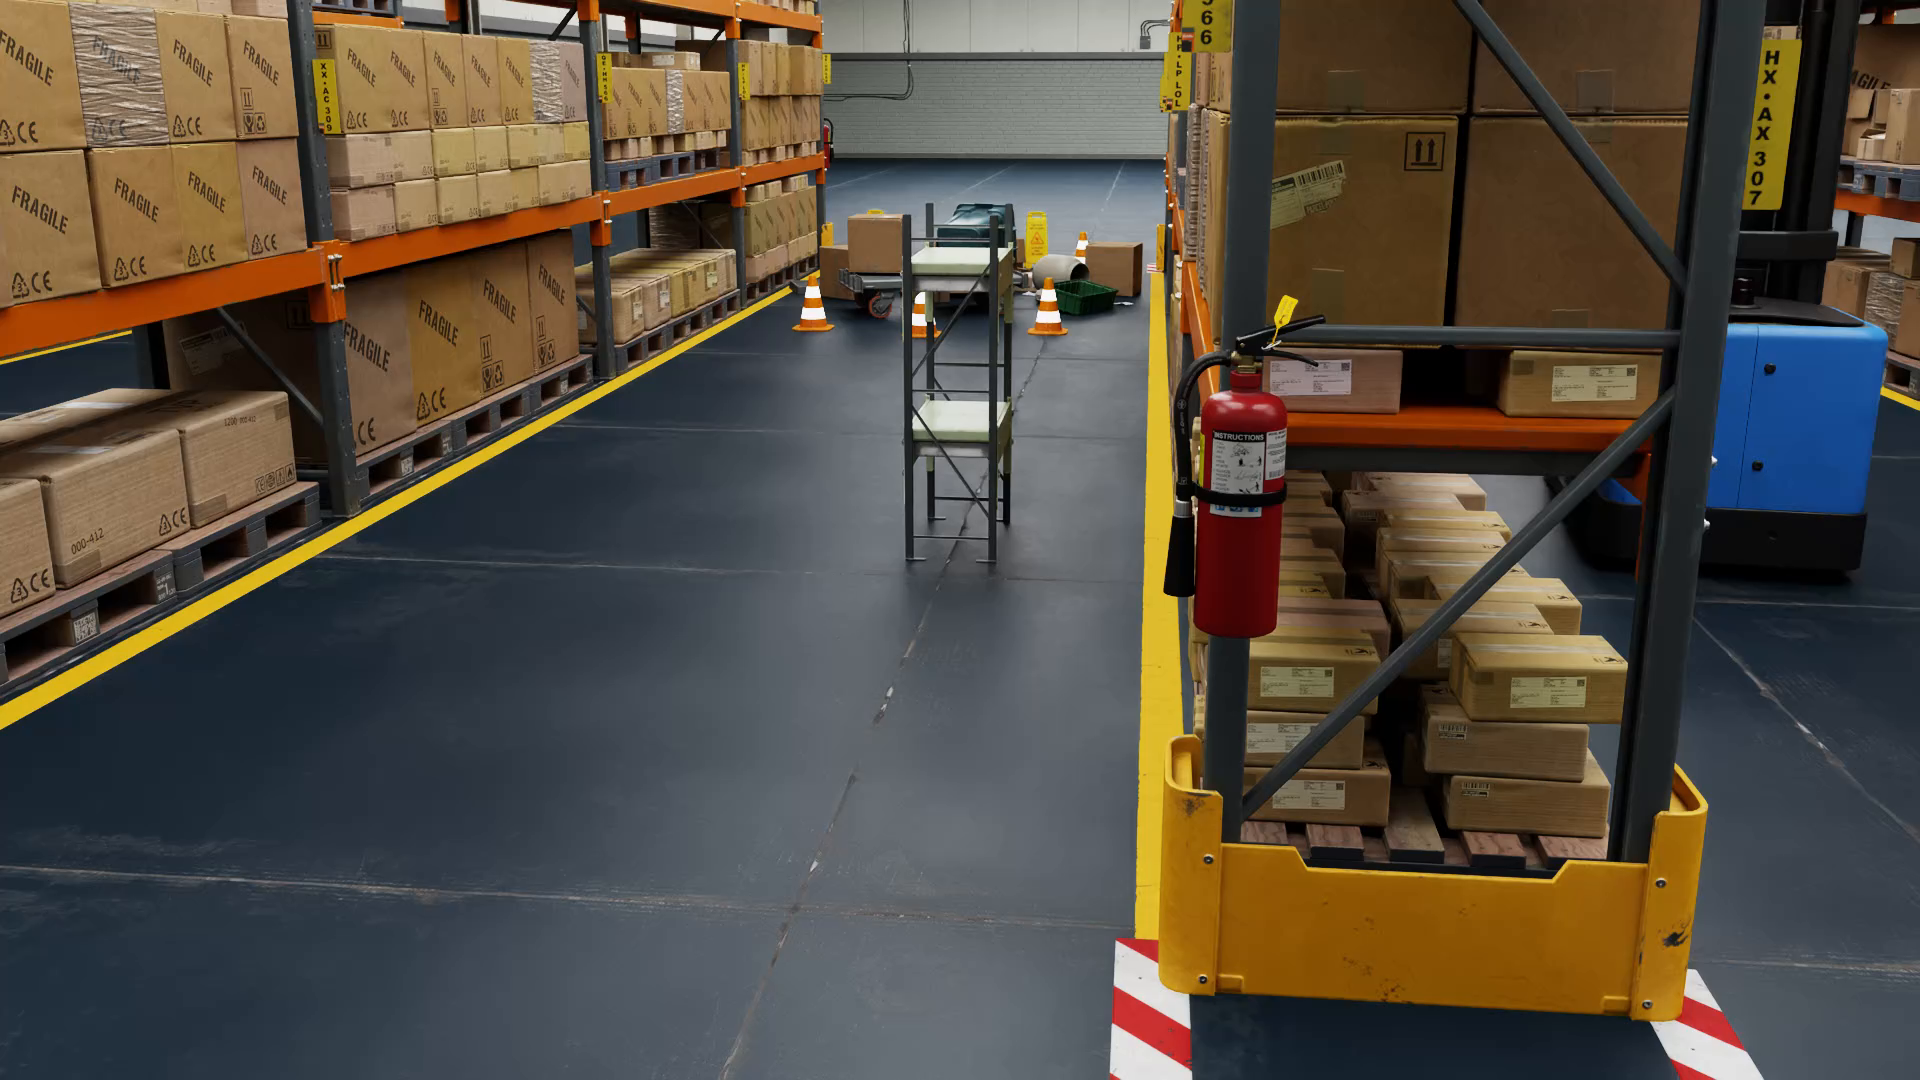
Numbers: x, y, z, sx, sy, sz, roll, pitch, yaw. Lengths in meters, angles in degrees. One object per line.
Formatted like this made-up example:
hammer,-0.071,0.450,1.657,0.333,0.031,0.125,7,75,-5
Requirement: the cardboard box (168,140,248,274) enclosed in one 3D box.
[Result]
cardboard box,-3.279,-1.360,6.755,0.500,0.500,0.500,1,15,5

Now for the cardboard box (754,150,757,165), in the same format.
cardboard box,-2.195,-3.736,16.214,0.380,0.149,0.250,2,15,6

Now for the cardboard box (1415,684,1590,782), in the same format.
cardboard box,1.364,0.485,4.209,0.380,0.149,0.250,2,15,9

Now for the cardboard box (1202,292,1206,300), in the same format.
cardboard box,1.044,-0.926,5.821,0.380,0.149,0.250,2,15,9

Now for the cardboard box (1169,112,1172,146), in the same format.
cardboard box,2.630,-4.256,17.369,0.875,0.550,0.550,2,15,6

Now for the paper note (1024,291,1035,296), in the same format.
paper note,0.739,-2.498,16.856,0.172,0.023,0.155,7,17,25

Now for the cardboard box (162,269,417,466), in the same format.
cardboard box,-3.438,-0.914,8.561,0.875,0.875,0.875,2,15,8

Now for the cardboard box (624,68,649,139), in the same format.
cardboard box,-2.645,-3.251,12.372,0.500,0.500,0.500,2,15,9

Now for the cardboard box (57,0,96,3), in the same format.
cardboard box,-3.354,-1.999,5.957,0.380,0.149,0.250,1,15,5

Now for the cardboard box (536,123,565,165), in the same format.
cardboard box,-2.834,-2.514,10.541,0.500,0.250,0.500,1,15,5

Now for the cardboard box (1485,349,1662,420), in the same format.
cardboard box,1.412,-0.370,3.764,0.380,0.149,0.250,2,15,6

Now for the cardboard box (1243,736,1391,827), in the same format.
cardboard box,0.902,0.614,4.301,0.380,0.149,0.250,2,15,7

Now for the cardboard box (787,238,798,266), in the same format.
cardboard box,-2.018,-3.074,17.746,0.500,0.250,0.500,1,15,4

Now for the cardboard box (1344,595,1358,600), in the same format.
cardboard box,1.015,0.267,5.017,0.380,0.149,0.250,2,15,6

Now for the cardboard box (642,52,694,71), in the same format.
cardboard box,-2.426,-3.979,13.821,0.380,0.149,0.250,1,15,4

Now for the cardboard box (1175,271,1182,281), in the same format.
cardboard box,1.508,-1.418,9.708,0.500,0.250,0.500,2,15,7

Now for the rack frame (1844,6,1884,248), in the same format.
rack frame,7.321,-3.356,14.329,1.000,3.000,0.127,2,15,6

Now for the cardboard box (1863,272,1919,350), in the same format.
cardboard box,6.975,-1.643,11.939,0.700,0.500,0.500,0,15,2

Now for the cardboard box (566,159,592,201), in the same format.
cardboard box,-2.776,-2.400,11.078,0.500,0.250,0.500,1,15,4

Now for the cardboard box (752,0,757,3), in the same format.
cardboard box,-2.176,-5.246,16.052,0.380,0.149,0.250,2,15,8

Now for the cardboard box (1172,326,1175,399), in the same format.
cardboard box,1.513,-1.048,9.774,0.500,0.500,0.500,1,15,5

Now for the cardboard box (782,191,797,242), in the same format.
cardboard box,-2.025,-3.442,17.670,0.500,0.500,0.500,1,15,5

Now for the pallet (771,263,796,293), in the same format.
pallet,-2.350,-2.795,17.593,1.003,0.211,1.213,2,15,6

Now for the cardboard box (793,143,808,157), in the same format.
cardboard box,-1.872,-4.259,18.147,0.380,0.149,0.250,2,15,7

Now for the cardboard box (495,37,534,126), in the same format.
cardboard box,-2.888,-2.738,9.935,0.500,0.500,0.500,2,15,6

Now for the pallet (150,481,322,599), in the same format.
pallet,-3.592,-0.032,7.378,1.003,0.211,1.213,2,15,6

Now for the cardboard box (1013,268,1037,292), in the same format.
cardboard box,0.768,-2.709,17.172,0.396,0.266,0.258,4,16,16

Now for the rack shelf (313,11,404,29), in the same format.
rack shelf,-7.233,-5.413,17.566,1.077,0.370,4.000,2,15,6

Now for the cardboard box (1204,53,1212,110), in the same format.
cardboard box,0.961,-1.484,4.725,0.500,0.500,0.500,2,15,9

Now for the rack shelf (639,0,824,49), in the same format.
rack shelf,-2.300,-5.268,17.029,1.077,0.370,4.000,2,15,6

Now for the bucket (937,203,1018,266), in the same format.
bucket,0.129,-2.786,15.576,0.726,0.611,0.620,7,27,25

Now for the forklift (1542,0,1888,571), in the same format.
forklift,3.564,-1.627,8.066,1.130,2.935,3.031,3,15,12

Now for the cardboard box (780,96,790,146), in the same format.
cardboard box,-2.059,-4.339,17.199,0.500,0.500,0.500,2,15,7

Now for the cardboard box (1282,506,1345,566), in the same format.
cardboard box,1.053,-0.011,5.474,0.380,0.149,0.250,1,15,4

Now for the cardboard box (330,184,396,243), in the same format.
cardboard box,-3.117,-1.607,8.148,0.500,0.250,0.500,1,15,5

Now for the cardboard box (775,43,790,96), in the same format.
cardboard box,-2.098,-4.692,16.590,0.700,0.500,0.500,1,15,5

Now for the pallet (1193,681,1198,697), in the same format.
pallet,1.325,0.385,5.835,1.003,0.211,1.213,2,15,6

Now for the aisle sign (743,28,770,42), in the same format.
aisle sign,-2.376,-5.966,18.999,0.394,0.787,0.004,2,15,6

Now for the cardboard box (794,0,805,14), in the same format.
cardboard box,-1.896,-5.778,18.020,0.380,0.149,0.250,2,15,8

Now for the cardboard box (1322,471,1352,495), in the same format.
cardboard box,1.603,-0.270,6.433,0.380,0.149,0.250,2,15,8

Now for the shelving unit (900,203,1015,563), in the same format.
shelving unit,0.001,-0.726,7.473,0.431,1.500,0.755,2,15,6

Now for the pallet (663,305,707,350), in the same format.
pallet,-2.747,-1.783,13.852,1.003,0.211,1.213,2,15,6

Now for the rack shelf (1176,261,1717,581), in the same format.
rack shelf,1.276,-0.588,5.468,1.077,0.370,4.000,2,15,6

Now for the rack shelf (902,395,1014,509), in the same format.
rack shelf,0.001,-0.411,7.558,0.431,0.370,0.720,2,15,6

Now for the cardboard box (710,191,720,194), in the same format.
cardboard box,-2.562,-3.450,17.702,0.500,0.500,0.500,2,15,7

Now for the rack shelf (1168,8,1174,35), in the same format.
rack shelf,2.630,-5.148,16.586,1.077,0.370,4.000,2,15,6

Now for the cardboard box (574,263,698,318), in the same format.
cardboard box,-2.737,-2.080,13.836,0.950,0.372,0.625,2,15,8

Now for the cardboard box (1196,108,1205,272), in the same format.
cardboard box,1.022,-1.127,5.321,0.500,0.500,0.500,2,15,9

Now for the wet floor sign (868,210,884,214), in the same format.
wet floor sign,-0.990,-3.567,19.618,0.267,0.644,0.232,7,17,25

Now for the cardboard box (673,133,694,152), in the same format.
cardboard box,-2.439,-3.324,13.885,0.380,0.149,0.250,2,15,6

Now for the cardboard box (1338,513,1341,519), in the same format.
cardboard box,1.565,0.005,5.983,0.380,0.149,0.250,1,15,4

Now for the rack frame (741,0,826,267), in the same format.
rack frame,-2.074,-4.686,19.245,1.000,3.000,0.127,2,15,6

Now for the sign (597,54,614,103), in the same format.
sign,-2.425,-3.154,11.363,0.100,0.325,0.005,2,15,6

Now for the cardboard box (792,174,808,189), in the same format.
cardboard box,-1.880,-3.924,18.210,0.380,0.149,0.250,2,15,8

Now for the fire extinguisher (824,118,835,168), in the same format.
fire extinguisher,-1.604,-4.665,19.314,0.296,0.674,0.183,2,15,6

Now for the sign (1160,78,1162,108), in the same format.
sign,2.305,-5.040,18.745,0.100,0.325,0.005,2,15,6

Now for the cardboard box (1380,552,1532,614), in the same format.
cardboard box,1.460,0.141,4.913,0.380,0.149,0.250,1,15,4
